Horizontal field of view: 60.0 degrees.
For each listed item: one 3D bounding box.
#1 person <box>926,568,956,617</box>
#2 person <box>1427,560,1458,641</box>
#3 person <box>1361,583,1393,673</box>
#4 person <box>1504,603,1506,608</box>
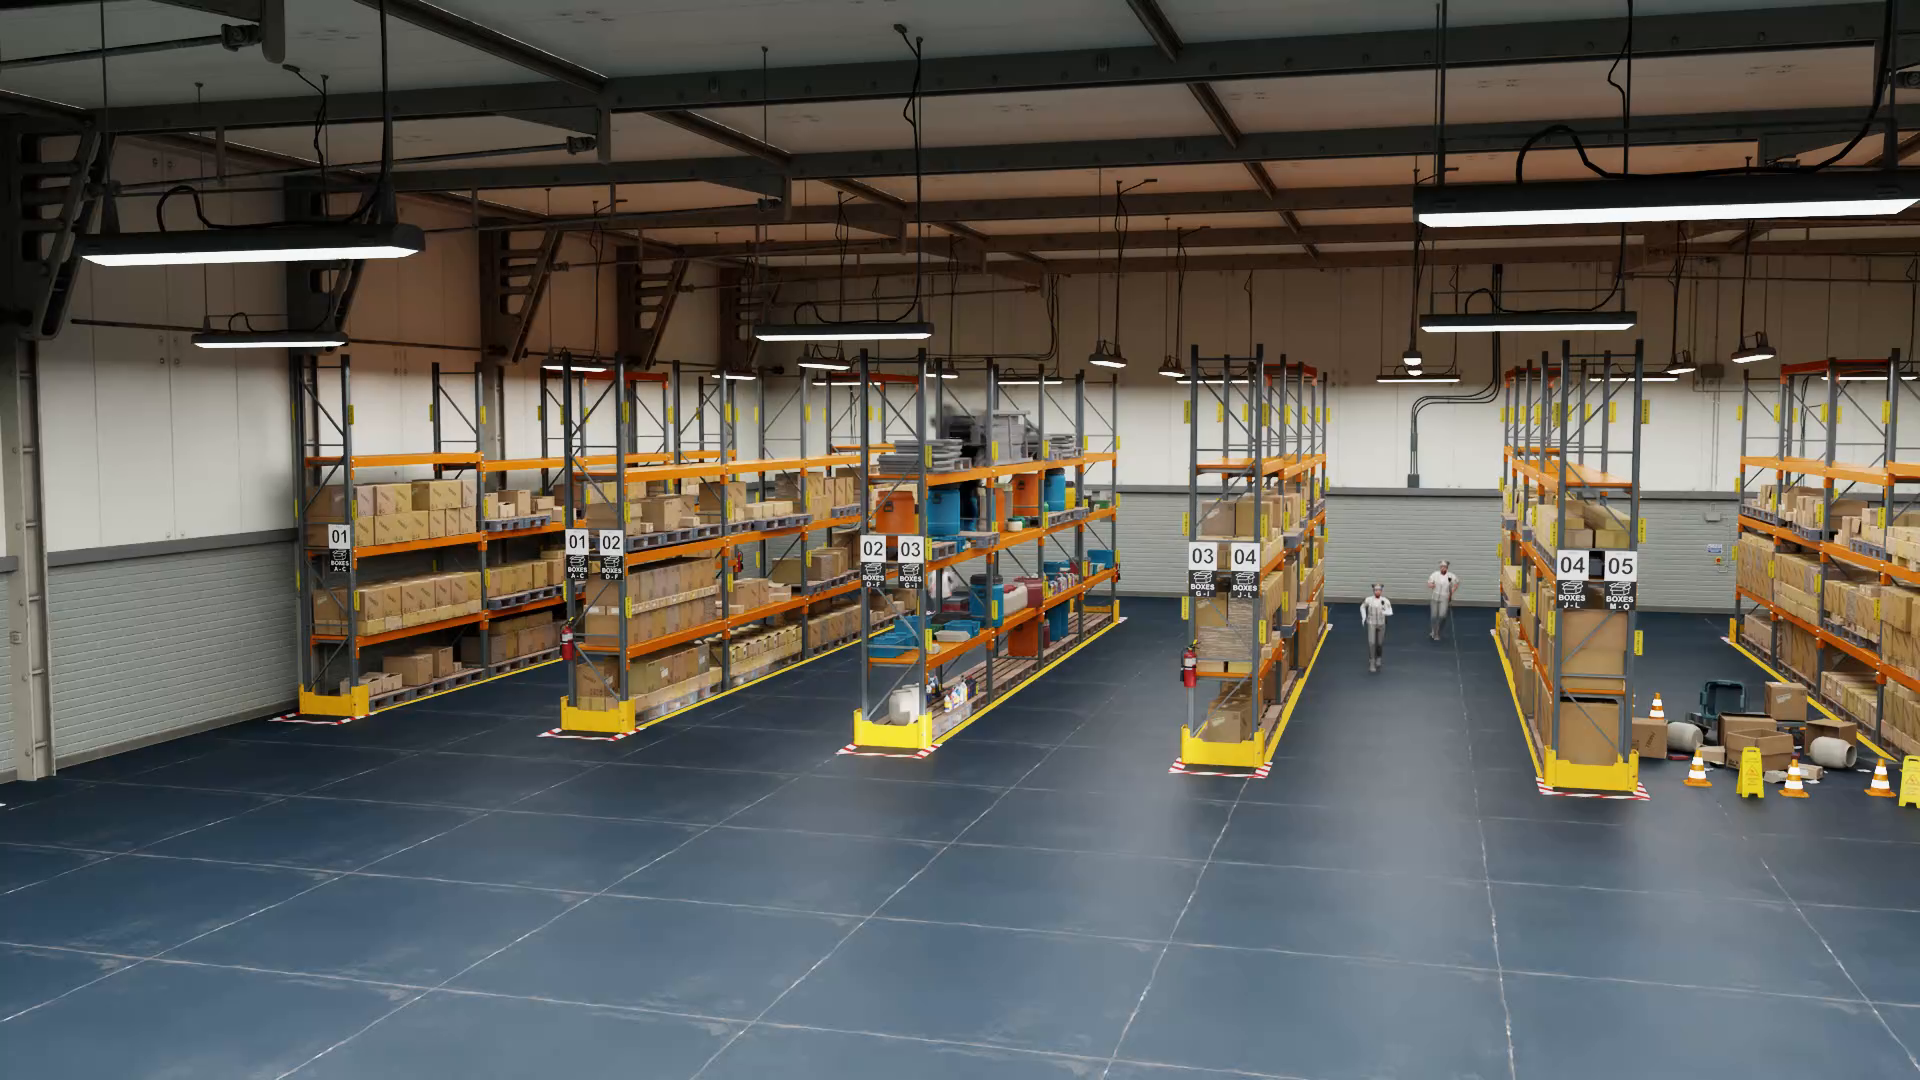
[{"bbox_3d":[-0.445,1.317,37.478,0.661,1.777,0.922,0,4,6],"label":"person"},{"bbox_3d":[10.736,1.364,37.077,0.658,1.849,0.760,2,5,25],"label":"person"},{"bbox_3d":[8.176,1.699,32.634,0.591,1.733,0.809,1,4,10],"label":"person"},{"bbox_3d":[12.993,1.241,38.722,0.568,1.751,0.697,0,4,6],"label":"person"}]
